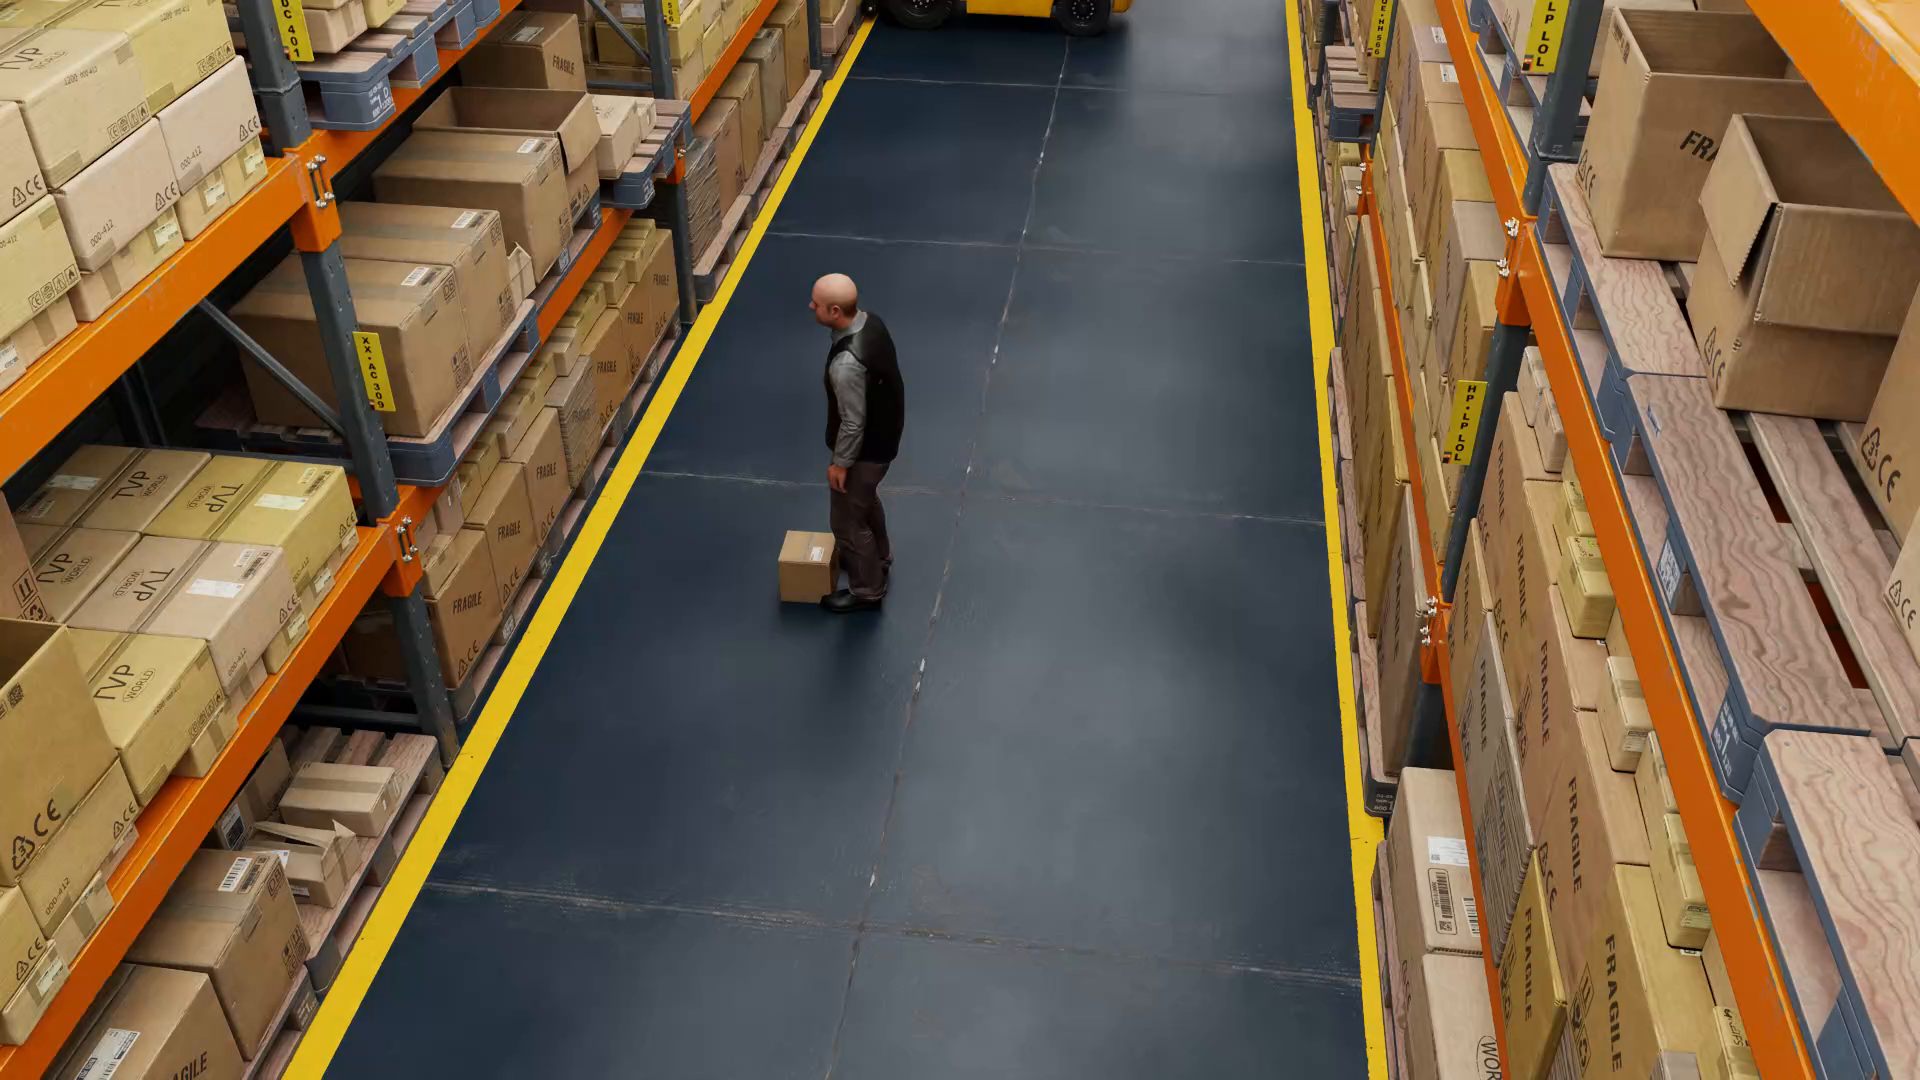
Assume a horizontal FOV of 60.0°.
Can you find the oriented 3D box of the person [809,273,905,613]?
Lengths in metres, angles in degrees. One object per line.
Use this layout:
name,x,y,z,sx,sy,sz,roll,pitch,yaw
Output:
person,-0.458,-0.447,7.679,0.415,1.721,0.580,4,36,6
